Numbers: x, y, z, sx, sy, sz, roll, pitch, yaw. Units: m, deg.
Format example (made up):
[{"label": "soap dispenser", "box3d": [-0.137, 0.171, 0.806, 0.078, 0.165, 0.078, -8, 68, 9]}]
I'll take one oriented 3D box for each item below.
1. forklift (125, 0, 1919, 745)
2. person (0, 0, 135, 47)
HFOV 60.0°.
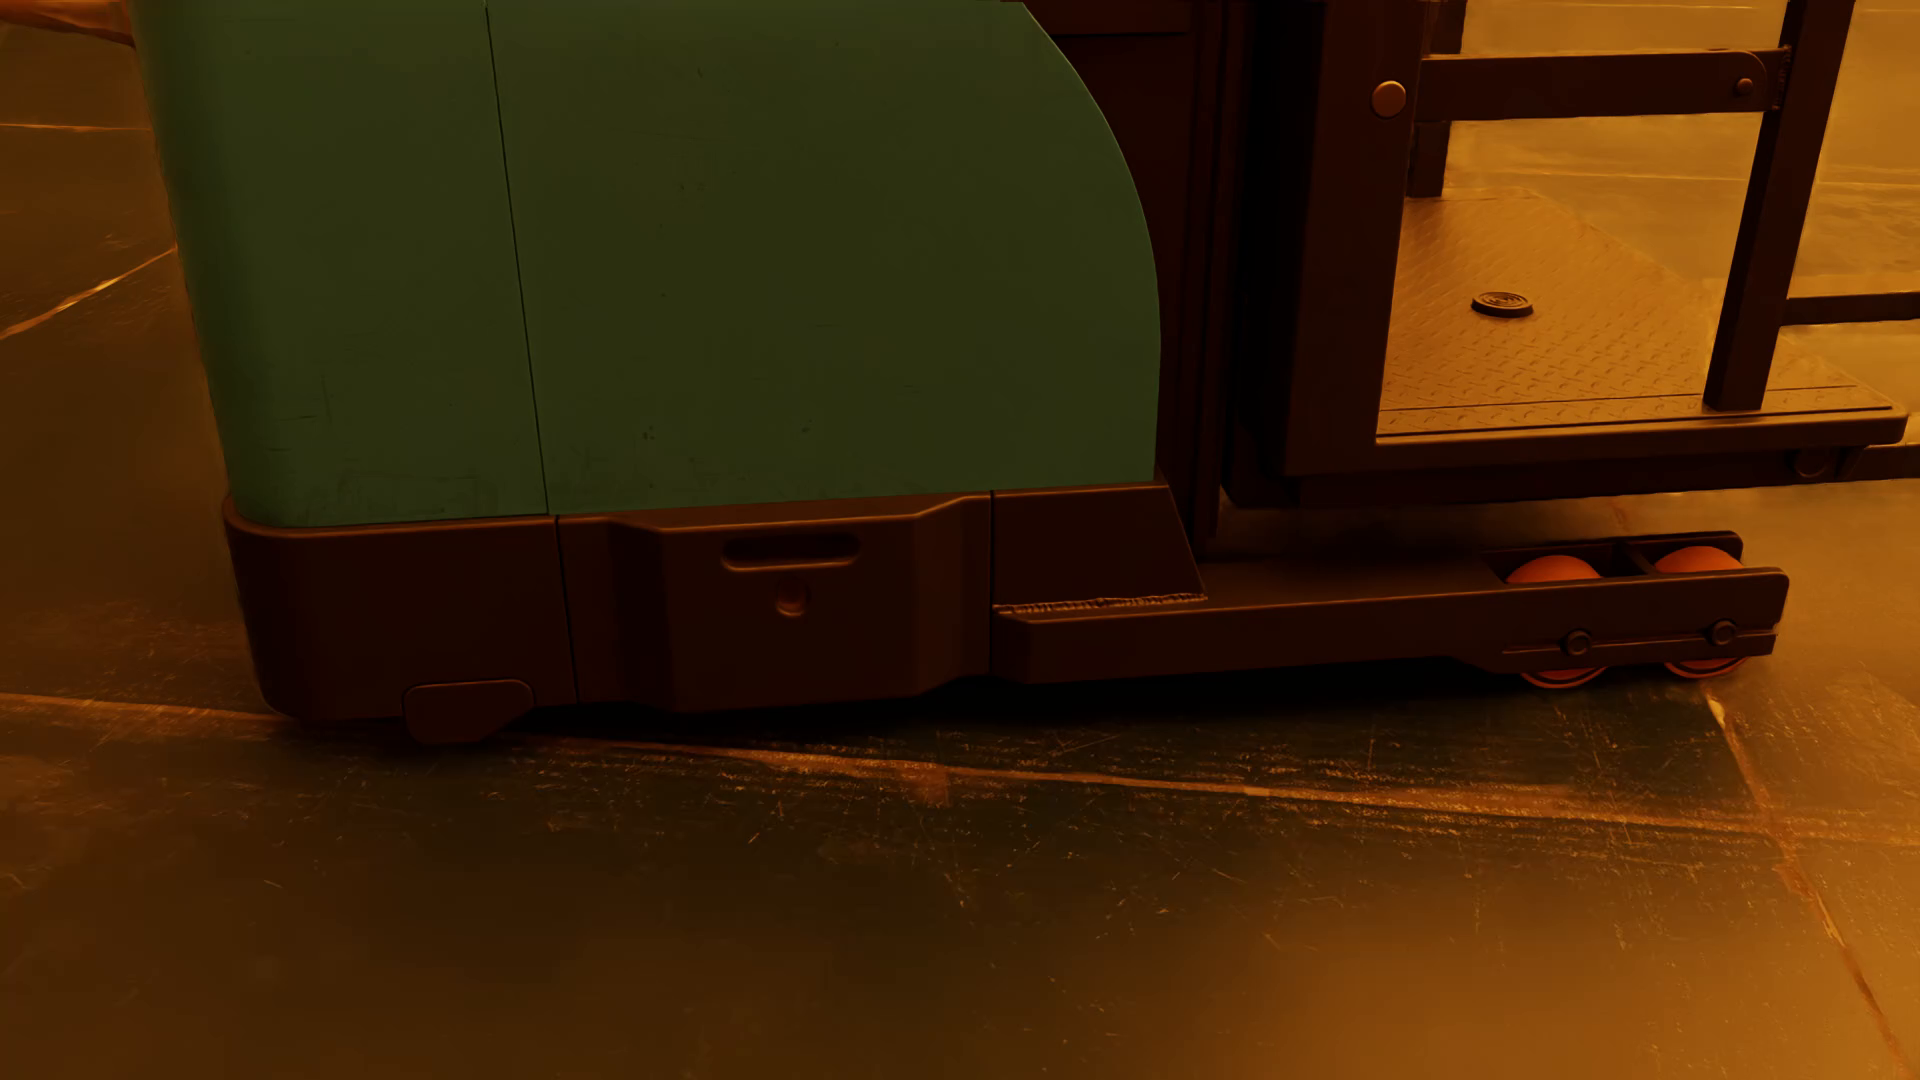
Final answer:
[{"label": "forklift", "box3d": [0.607, -1.353, 1.930, 3.031, 2.935, 1.130, -3, 27, -7]}, {"label": "person", "box3d": [-1.801, -1.117, 3.021, 0.882, 1.502, 0.643, 7, 27, 13]}]
